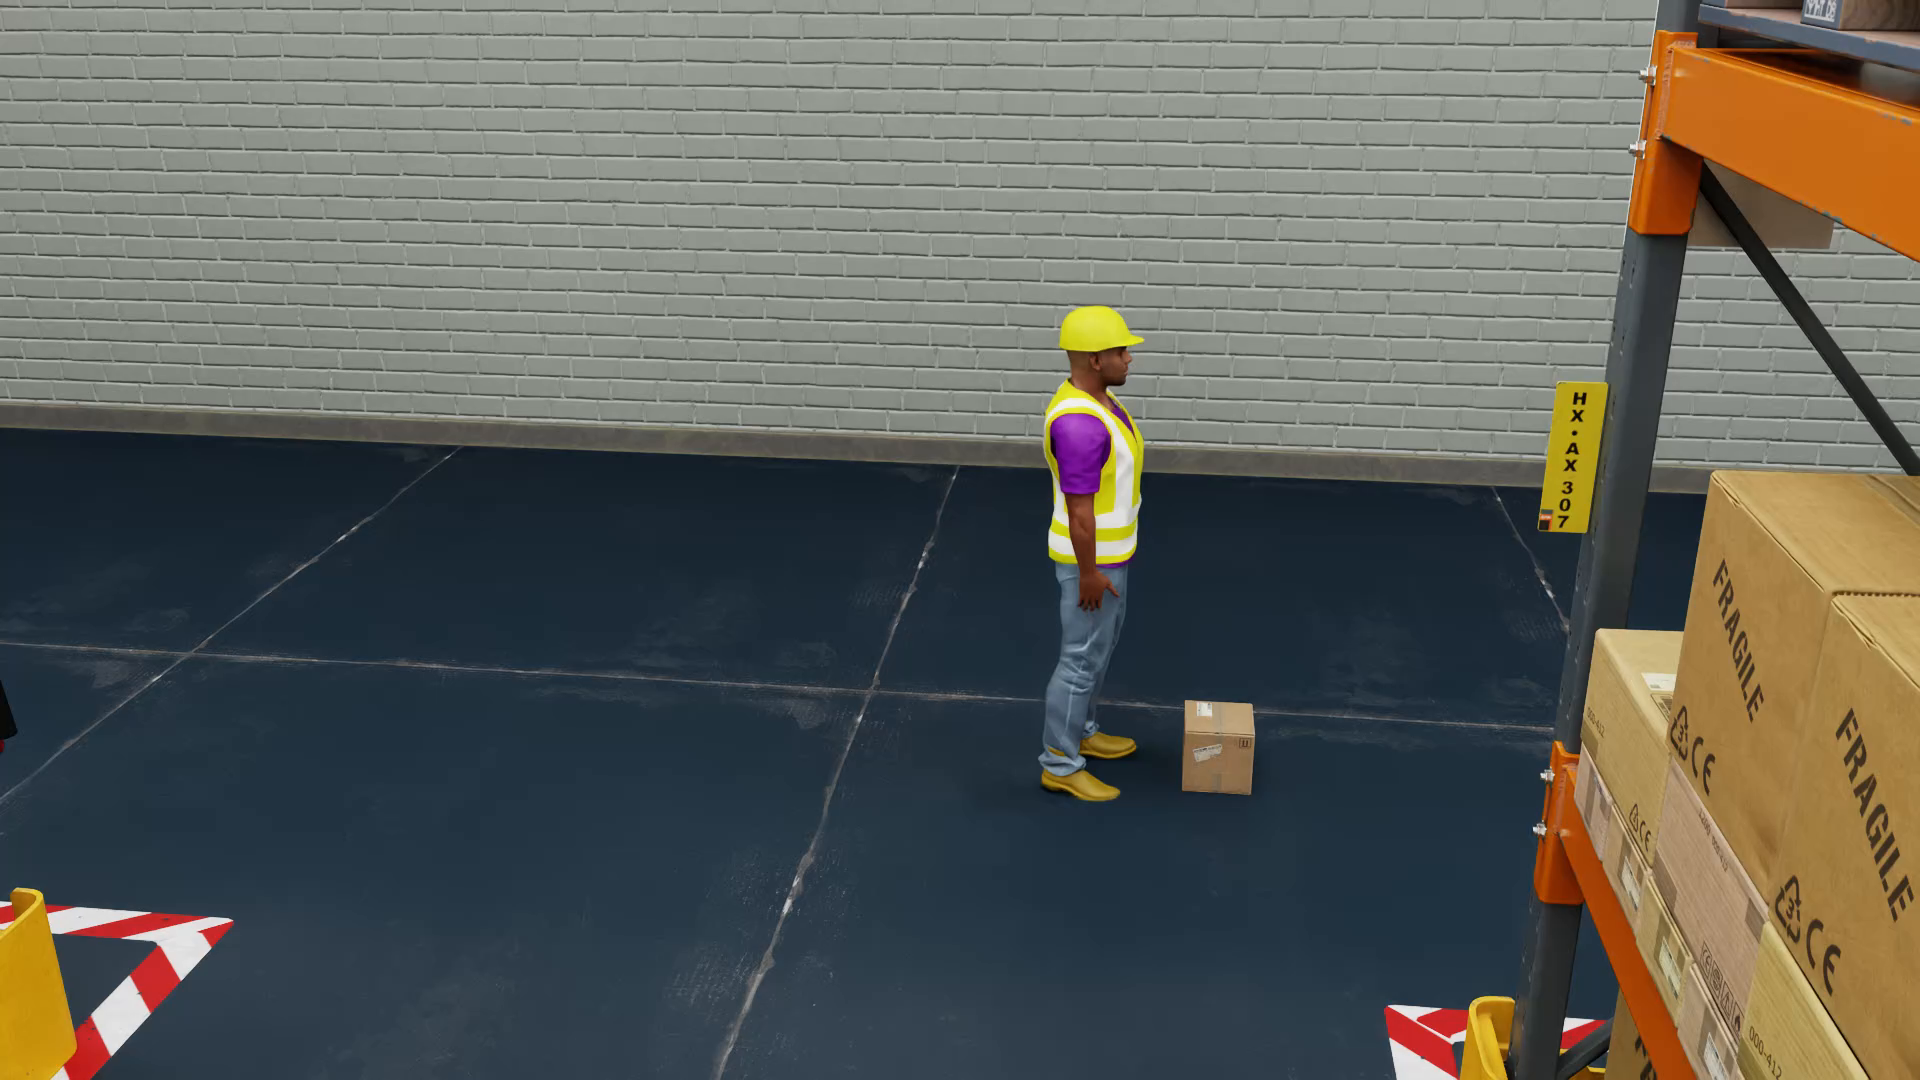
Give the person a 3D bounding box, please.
[{"bbox_3d":[0.481,0.046,5.974,0.361,1.791,0.564,3,21,8],"label":"person"}]
